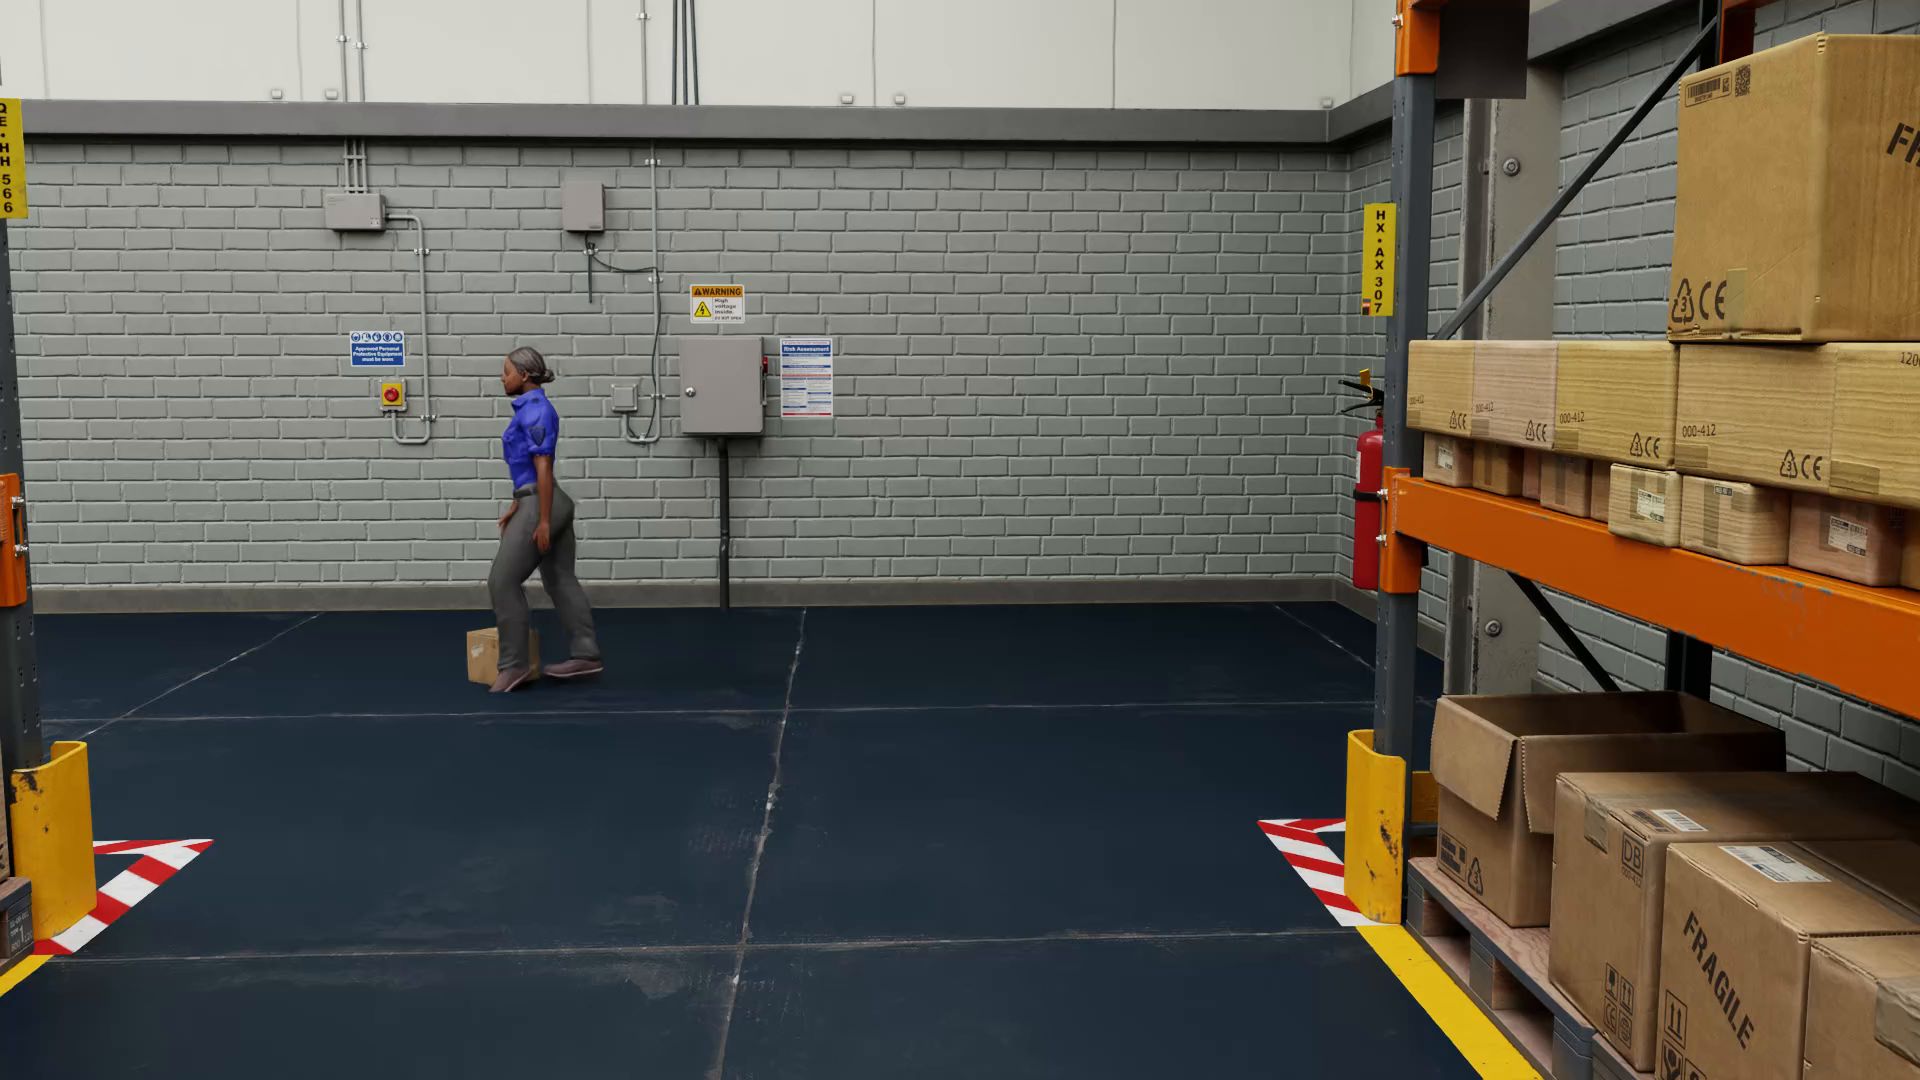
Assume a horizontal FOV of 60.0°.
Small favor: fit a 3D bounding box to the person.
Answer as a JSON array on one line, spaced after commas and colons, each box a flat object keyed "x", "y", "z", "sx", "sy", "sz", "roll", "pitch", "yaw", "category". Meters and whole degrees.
[{"x": -2.055, "y": -0.074, "z": 8.107, "sx": 0.581, "sy": 1.734, "sz": 0.504, "roll": -1, "pitch": 7, "yaw": -8, "category": "person"}]
